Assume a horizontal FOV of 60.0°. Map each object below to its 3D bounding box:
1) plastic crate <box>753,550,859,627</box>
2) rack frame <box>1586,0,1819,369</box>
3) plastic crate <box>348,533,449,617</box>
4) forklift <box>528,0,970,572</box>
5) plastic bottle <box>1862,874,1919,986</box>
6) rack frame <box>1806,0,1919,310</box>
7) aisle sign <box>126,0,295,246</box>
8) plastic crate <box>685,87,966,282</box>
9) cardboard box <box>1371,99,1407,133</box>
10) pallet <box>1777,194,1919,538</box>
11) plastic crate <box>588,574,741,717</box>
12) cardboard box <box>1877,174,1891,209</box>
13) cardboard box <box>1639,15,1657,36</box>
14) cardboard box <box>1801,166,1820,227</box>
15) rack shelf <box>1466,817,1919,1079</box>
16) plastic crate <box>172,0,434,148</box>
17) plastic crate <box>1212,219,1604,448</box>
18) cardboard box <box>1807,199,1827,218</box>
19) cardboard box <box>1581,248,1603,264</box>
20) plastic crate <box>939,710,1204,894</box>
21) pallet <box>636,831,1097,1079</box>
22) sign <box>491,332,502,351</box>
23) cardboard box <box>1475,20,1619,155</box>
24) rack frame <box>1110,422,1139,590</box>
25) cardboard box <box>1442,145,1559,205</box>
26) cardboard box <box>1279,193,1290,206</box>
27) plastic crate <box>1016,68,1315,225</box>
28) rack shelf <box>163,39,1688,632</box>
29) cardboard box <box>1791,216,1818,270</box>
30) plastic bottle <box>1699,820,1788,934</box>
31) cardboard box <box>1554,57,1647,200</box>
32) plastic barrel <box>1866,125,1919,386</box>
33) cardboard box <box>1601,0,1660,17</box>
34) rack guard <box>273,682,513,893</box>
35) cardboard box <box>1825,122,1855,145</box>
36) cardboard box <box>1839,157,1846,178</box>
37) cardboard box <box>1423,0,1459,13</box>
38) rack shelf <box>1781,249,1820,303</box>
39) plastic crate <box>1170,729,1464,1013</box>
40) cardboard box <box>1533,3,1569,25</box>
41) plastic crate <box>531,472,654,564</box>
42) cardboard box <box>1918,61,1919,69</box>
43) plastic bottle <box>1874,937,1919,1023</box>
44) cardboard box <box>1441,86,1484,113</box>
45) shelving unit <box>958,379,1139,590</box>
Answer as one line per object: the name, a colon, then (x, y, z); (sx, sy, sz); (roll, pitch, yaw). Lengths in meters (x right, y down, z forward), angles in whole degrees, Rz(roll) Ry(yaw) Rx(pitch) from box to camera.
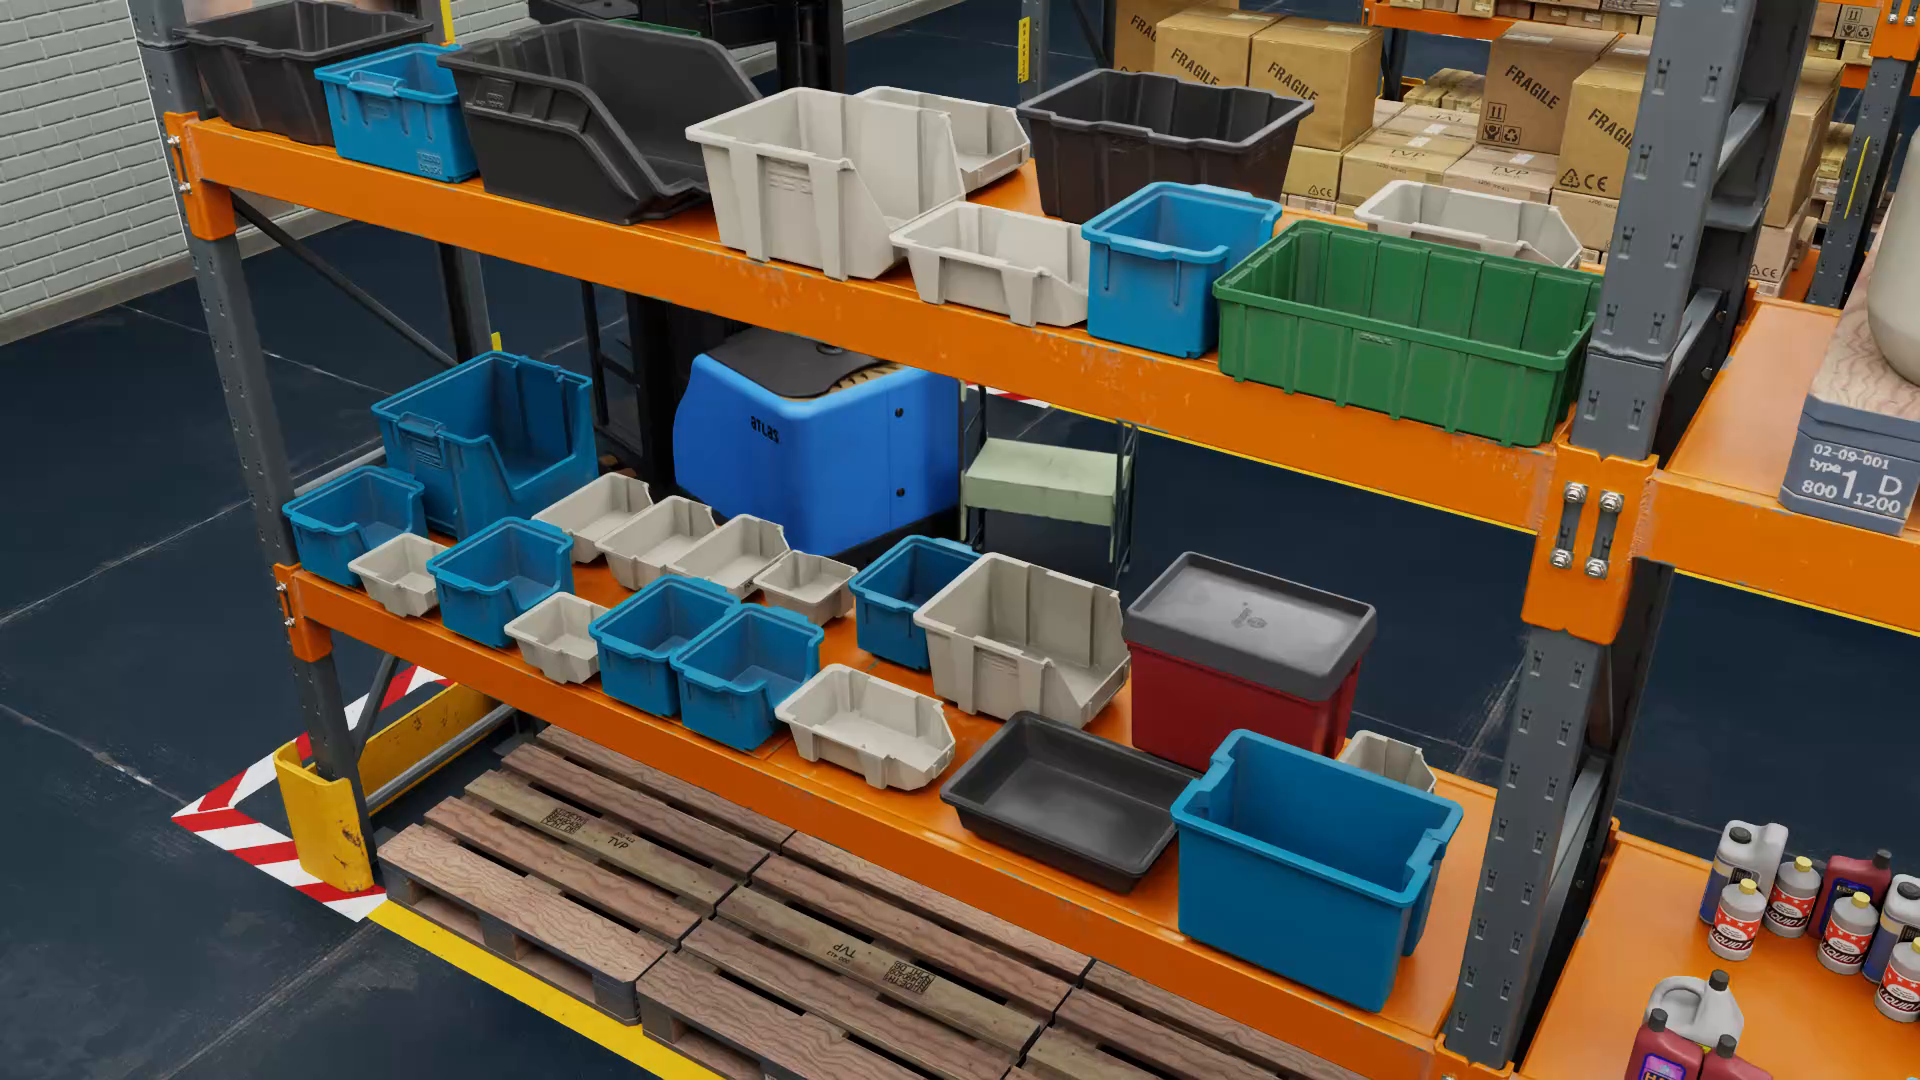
plastic crate: (-0.463, 0.156, 5.207); (0.250, 0.136, 0.298); (18, 35, 27)
rack frame: (1.391, -1.812, 2.426); (0.127, 3.000, 1.000); (18, 35, 27)
plastic crate: (-1.735, 0.124, 5.263); (0.298, 0.136, 0.250); (18, 35, 27)
forklift: (-1.286, -1.615, 8.110); (1.130, 2.935, 3.031); (-23, 37, -34)
plastic bottle: (2.206, 0.898, 3.856); (0.135, 0.276, 0.152); (18, 35, 27)
rack frame: (4.024, -1.335, 7.561); (0.127, 3.000, 1.000); (18, 35, 27)
aisle sign: (-2.216, -1.308, 4.935); (0.004, 0.787, 0.394); (18, 35, 27)
plastic crate: (-0.284, -0.811, 3.805); (0.530, 0.282, 0.437); (18, 35, 27)
cardboard box: (2.048, -2.181, 8.865); (0.500, 0.250, 0.500); (16, 34, 26)
pallet: (2.107, -0.266, 2.941); (1.003, 0.211, 1.213); (18, 35, 27)
plastic crate: (-0.848, 0.314, 4.842); (0.300, 0.233, 0.416); (18, 35, 27)
cardboard box: (6.311, -2.452, 11.593); (0.250, 0.149, 0.380); (18, 35, 28)
cardboard box: (5.018, -3.681, 11.832); (0.250, 0.149, 0.380); (18, 35, 28)
cardboard box: (3.766, -1.636, 7.931); (0.500, 0.250, 0.500); (17, 34, 26)
rack shelf: (3.085, 1.626, 3.200); (4.000, 0.370, 1.077); (18, 35, 27)
plastic crate: (-1.819, -1.309, 4.670); (0.590, 0.269, 0.497); (18, 35, 27)
plastic crate: (0.872, -0.409, 3.208); (0.662, 0.188, 0.450); (18, 35, 27)
cardboard box: (6.058, -2.439, 11.867); (0.250, 0.149, 0.380); (19, 35, 29)
cardboard box: (2.938, -1.375, 7.879); (0.250, 0.149, 0.380); (18, 35, 28)
plastic crate: (0.300, 0.687, 4.309); (0.590, 0.125, 0.437); (18, 35, 27)
pallet: (-0.290, 1.477, 5.509); (1.213, 0.211, 1.003); (18, 35, 27)
sign: (-1.718, -0.602, 6.143); (0.005, 0.325, 0.100); (18, 35, 27)
cardboard box: (2.898, -2.232, 8.209); (0.500, 0.500, 0.500); (16, 34, 26)
rack frame: (0.759, -0.435, 7.507); (0.023, 1.500, 0.400); (8, 31, 14)
cardboard box: (2.639, -1.679, 8.005); (0.500, 0.250, 0.500); (18, 35, 28)
cardboard box: (1.633, -1.787, 8.586); (0.250, 0.149, 0.380); (17, 34, 26)
plastic crate: (0.485, -0.910, 3.985); (0.590, 0.269, 0.497); (18, 35, 27)
rack shelf: (-0.303, -0.741, 4.281); (4.000, 0.370, 1.077); (18, 35, 27)
cardboard box: (3.951, -1.447, 8.003); (0.250, 0.149, 0.380); (18, 35, 27)
plastic bottle: (1.897, 0.801, 4.024); (0.135, 0.276, 0.152); (18, 35, 27)
cardboard box: (3.071, -1.867, 7.583); (0.500, 0.500, 0.500); (18, 35, 28)
plastic barrel: (1.704, -0.508, 2.616); (0.433, 0.535, 0.433); (0, 30, 0)
cardboard box: (4.902, -4.026, 11.781); (0.500, 0.500, 0.500); (17, 34, 26)
rack guard: (-2.024, 0.787, 6.406); (0.348, 0.500, 1.175); (18, 35, 27)
cardboard box: (6.363, -2.911, 12.085); (0.250, 0.149, 0.380); (19, 35, 30)
cardboard box: (6.307, -2.616, 11.579); (0.250, 0.149, 0.380); (19, 35, 29)
cardboard box: (3.696, -4.110, 12.568); (0.250, 0.149, 0.380); (19, 35, 29)
rack shelf: (2.330, -1.560, 8.661); (4.000, 0.370, 1.077); (18, 35, 27)
plastic crate: (0.814, 0.781, 3.891); (0.575, 0.384, 0.392); (18, 35, 27)
cardboard box: (4.405, -3.921, 12.244); (0.250, 0.149, 0.380); (17, 34, 27)
plastic crate: (-1.210, -0.063, 5.583); (0.243, 0.136, 0.396); (18, 35, 27)
cardboard box: (6.380, -3.292, 11.166); (0.250, 0.149, 0.380); (17, 34, 27)
plastic bottle: (2.156, 0.989, 3.775); (0.097, 0.201, 0.097); (0, 30, 0)
cardboard box: (3.919, -3.395, 12.915); (0.250, 0.149, 0.380); (18, 35, 28)
shelving unit: (0.408, -0.487, 7.596); (0.755, 1.500, 0.431); (8, 31, 14)
